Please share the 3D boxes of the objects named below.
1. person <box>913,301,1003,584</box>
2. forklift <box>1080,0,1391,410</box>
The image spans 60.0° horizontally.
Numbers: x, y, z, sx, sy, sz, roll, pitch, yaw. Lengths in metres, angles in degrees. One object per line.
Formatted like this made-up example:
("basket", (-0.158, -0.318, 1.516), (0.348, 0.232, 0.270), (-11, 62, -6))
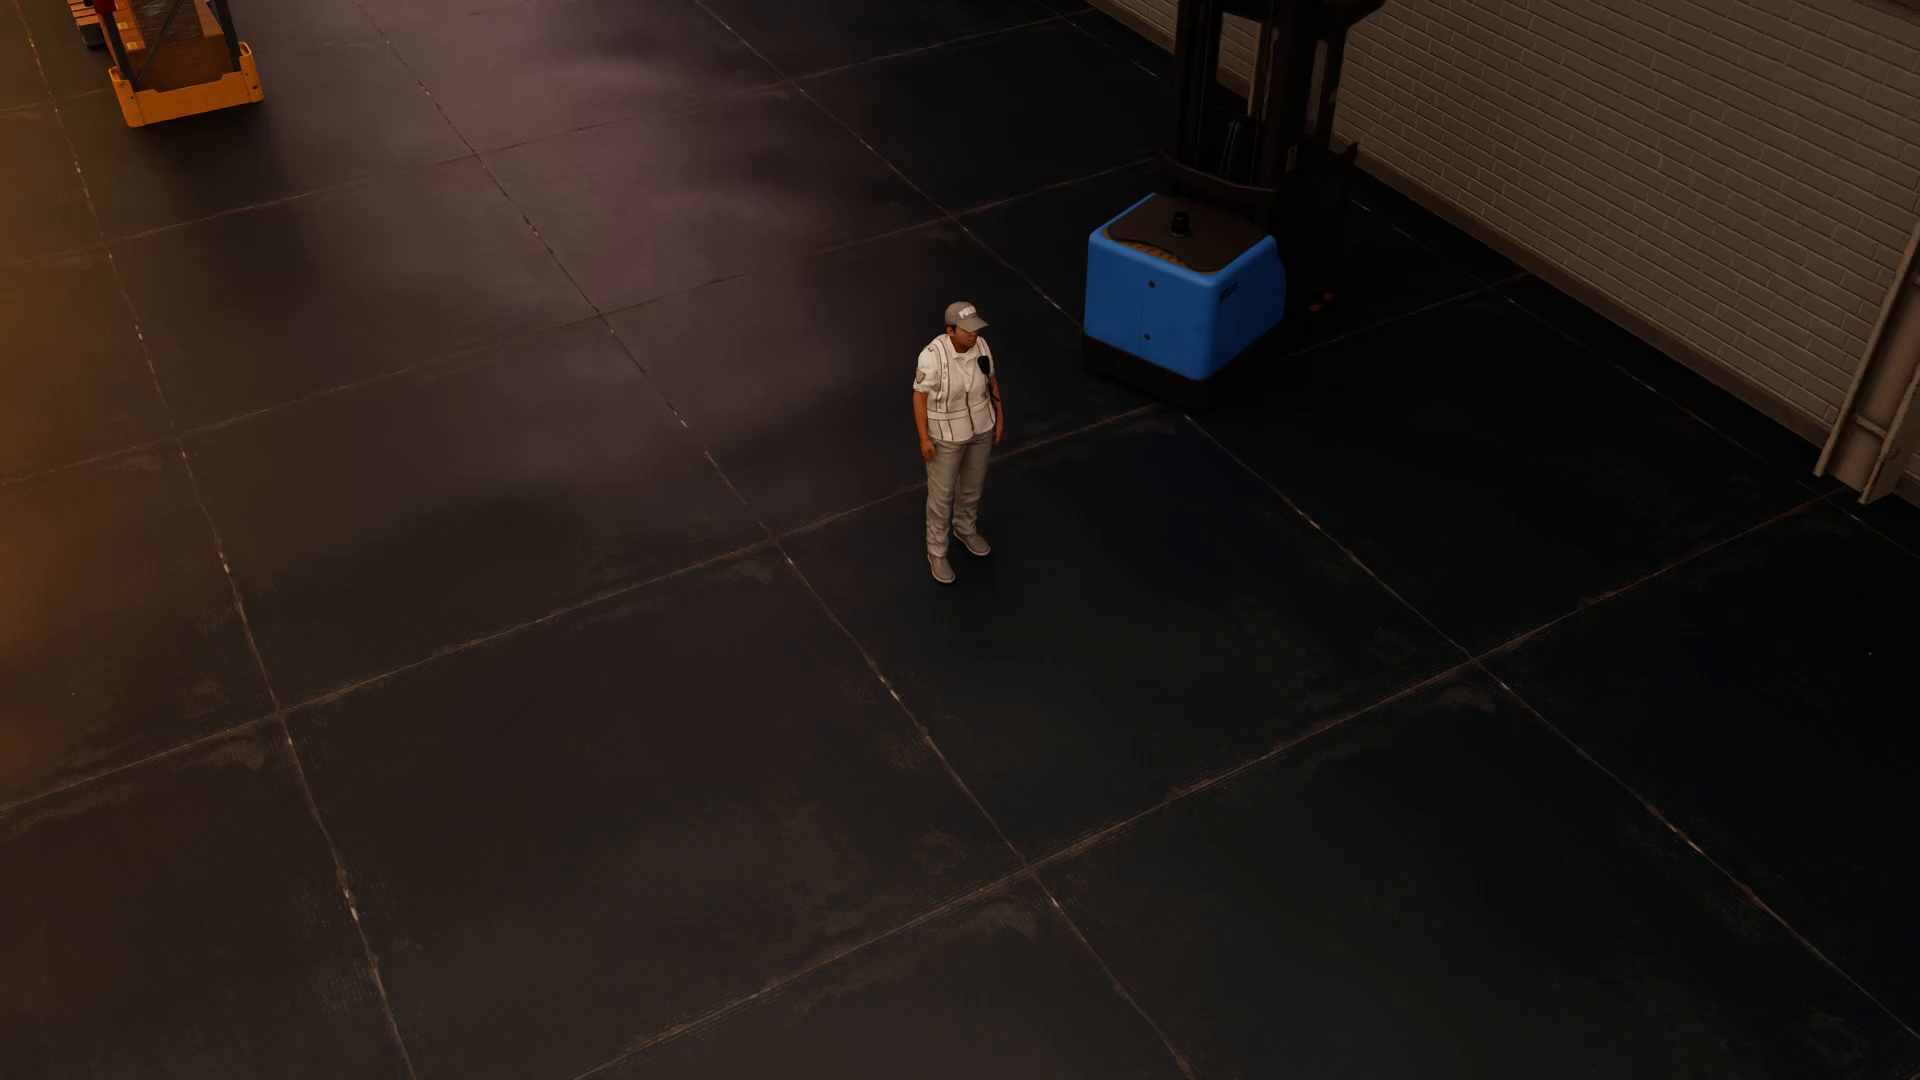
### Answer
("person", (0.019, -0.597, 9.736), (0.598, 1.670, 0.529), (-20, 44, -23))
("forklift", (2.167, -2.884, 11.513), (1.130, 2.935, 3.031), (27, 47, 29))
